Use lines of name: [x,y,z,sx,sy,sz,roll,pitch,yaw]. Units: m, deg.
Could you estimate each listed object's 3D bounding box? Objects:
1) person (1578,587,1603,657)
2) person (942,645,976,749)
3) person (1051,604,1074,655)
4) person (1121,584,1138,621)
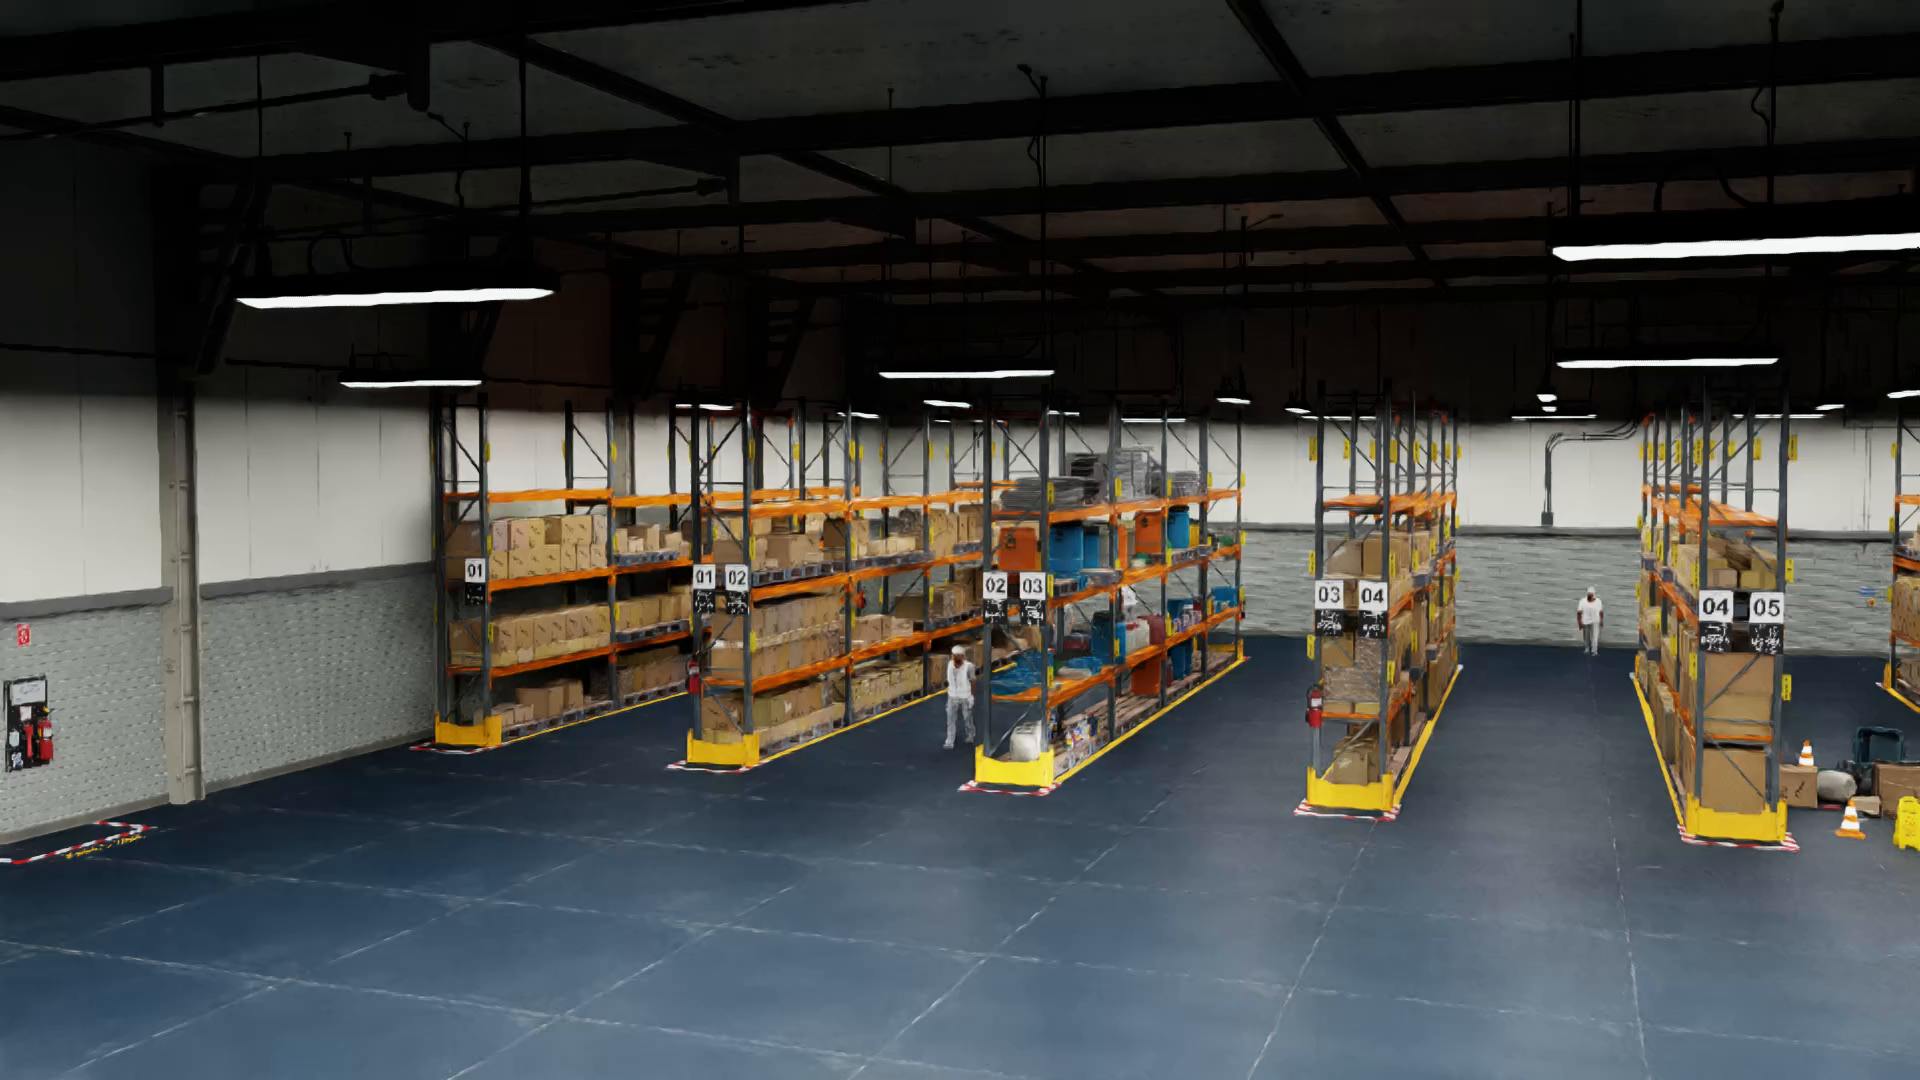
person: [15.405,1.982,40.664,0.577,1.691,1.121,1,3,22]
person: [0.006,2.638,28.118,0.577,1.733,1.042,1,3,19]
person: [2.465,2.078,39.871,0.580,1.618,0.507,1,3,18]
person: [4.476,1.767,45.306,0.668,1.661,0.511,-1,3,-24]
